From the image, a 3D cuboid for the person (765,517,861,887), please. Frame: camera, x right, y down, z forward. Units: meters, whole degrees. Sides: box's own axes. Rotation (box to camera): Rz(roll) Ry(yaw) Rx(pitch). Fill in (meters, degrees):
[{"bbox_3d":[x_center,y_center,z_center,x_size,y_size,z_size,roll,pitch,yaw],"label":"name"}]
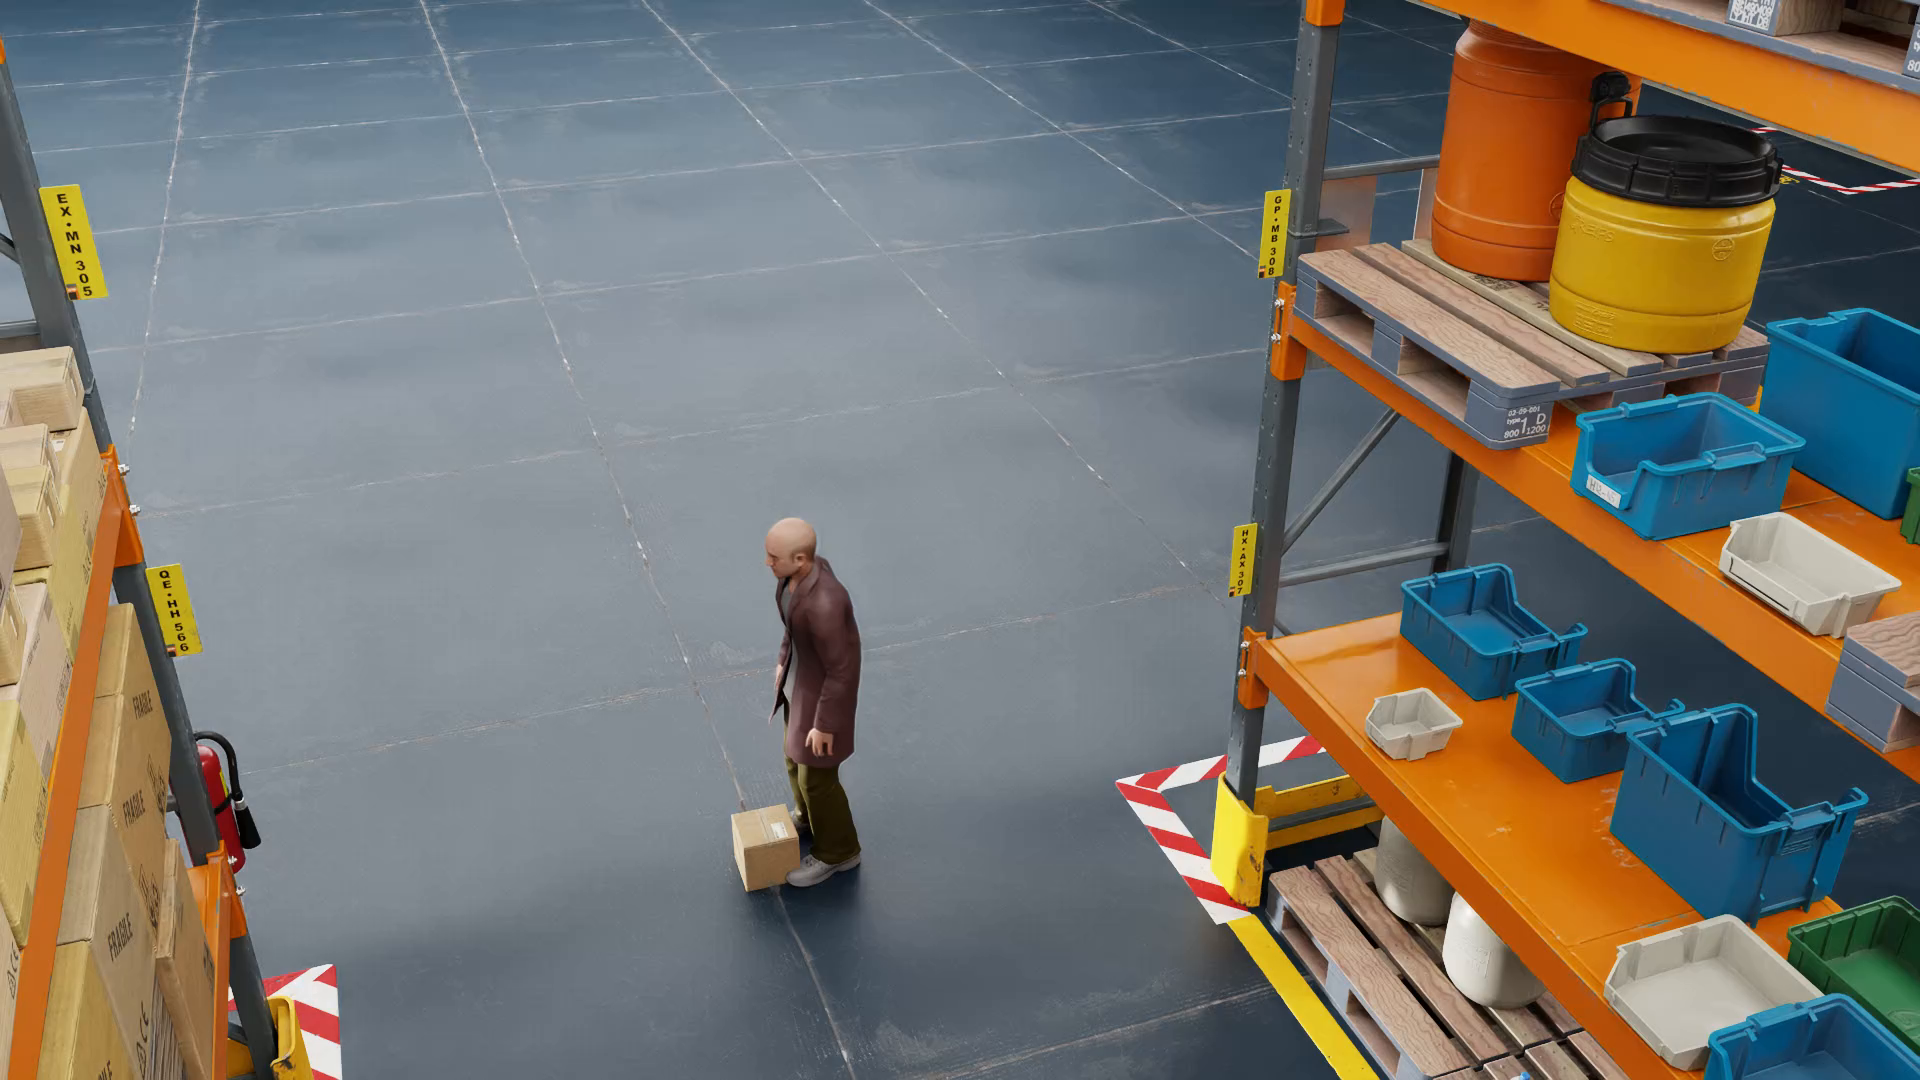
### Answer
[{"bbox_3d":[-0.641,0.672,7.176,0.419,1.774,0.647,-11,31,-18],"label":"person"}]
